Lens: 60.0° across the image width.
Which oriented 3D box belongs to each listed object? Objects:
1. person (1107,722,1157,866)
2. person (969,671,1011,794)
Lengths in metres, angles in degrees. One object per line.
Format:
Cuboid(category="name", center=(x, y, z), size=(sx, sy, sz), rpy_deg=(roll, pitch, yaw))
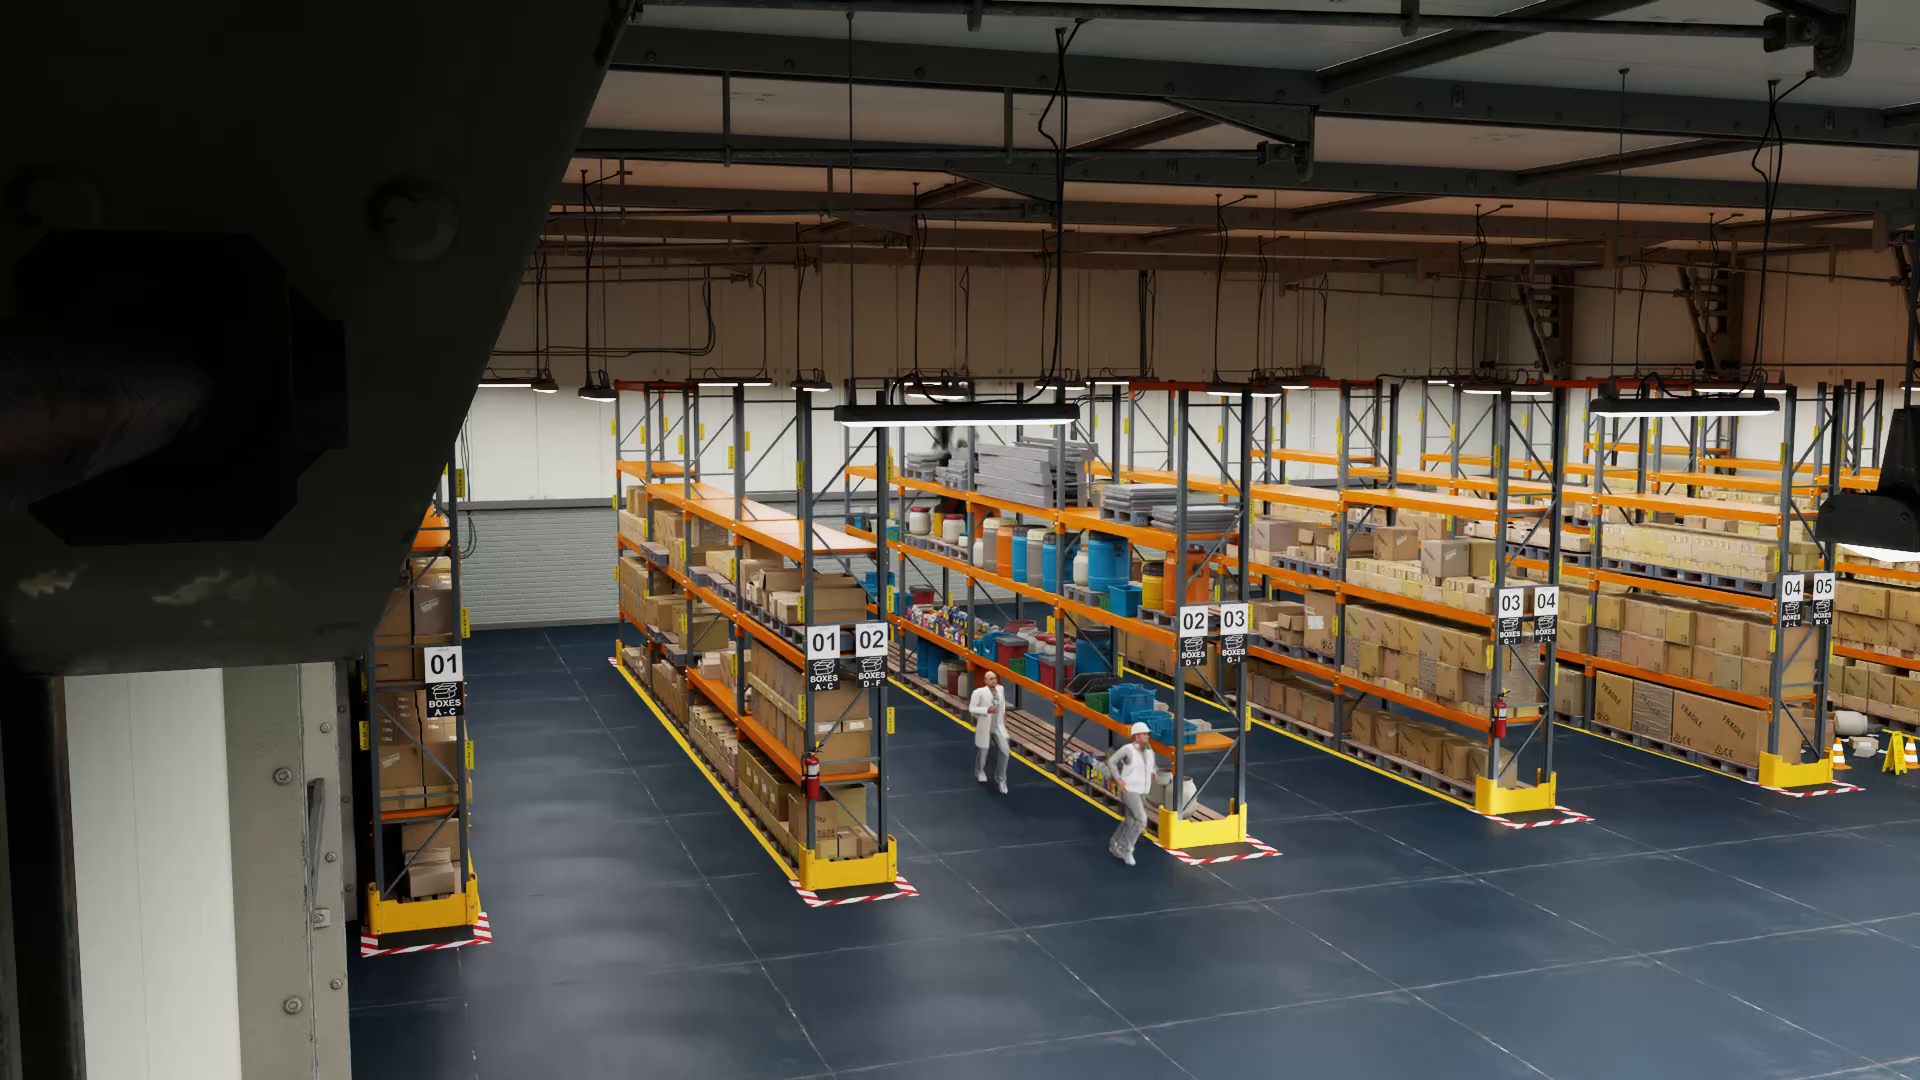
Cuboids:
Cuboid(category="person", center=(2.247, 3.228, 21.285), size=(0.672, 1.794, 0.645), rpy_deg=(6, 8, 45))
Cuboid(category="person", center=(0.407, 2.846, 24.808), size=(0.681, 1.836, 0.896), rpy_deg=(-2, 6, -21))
